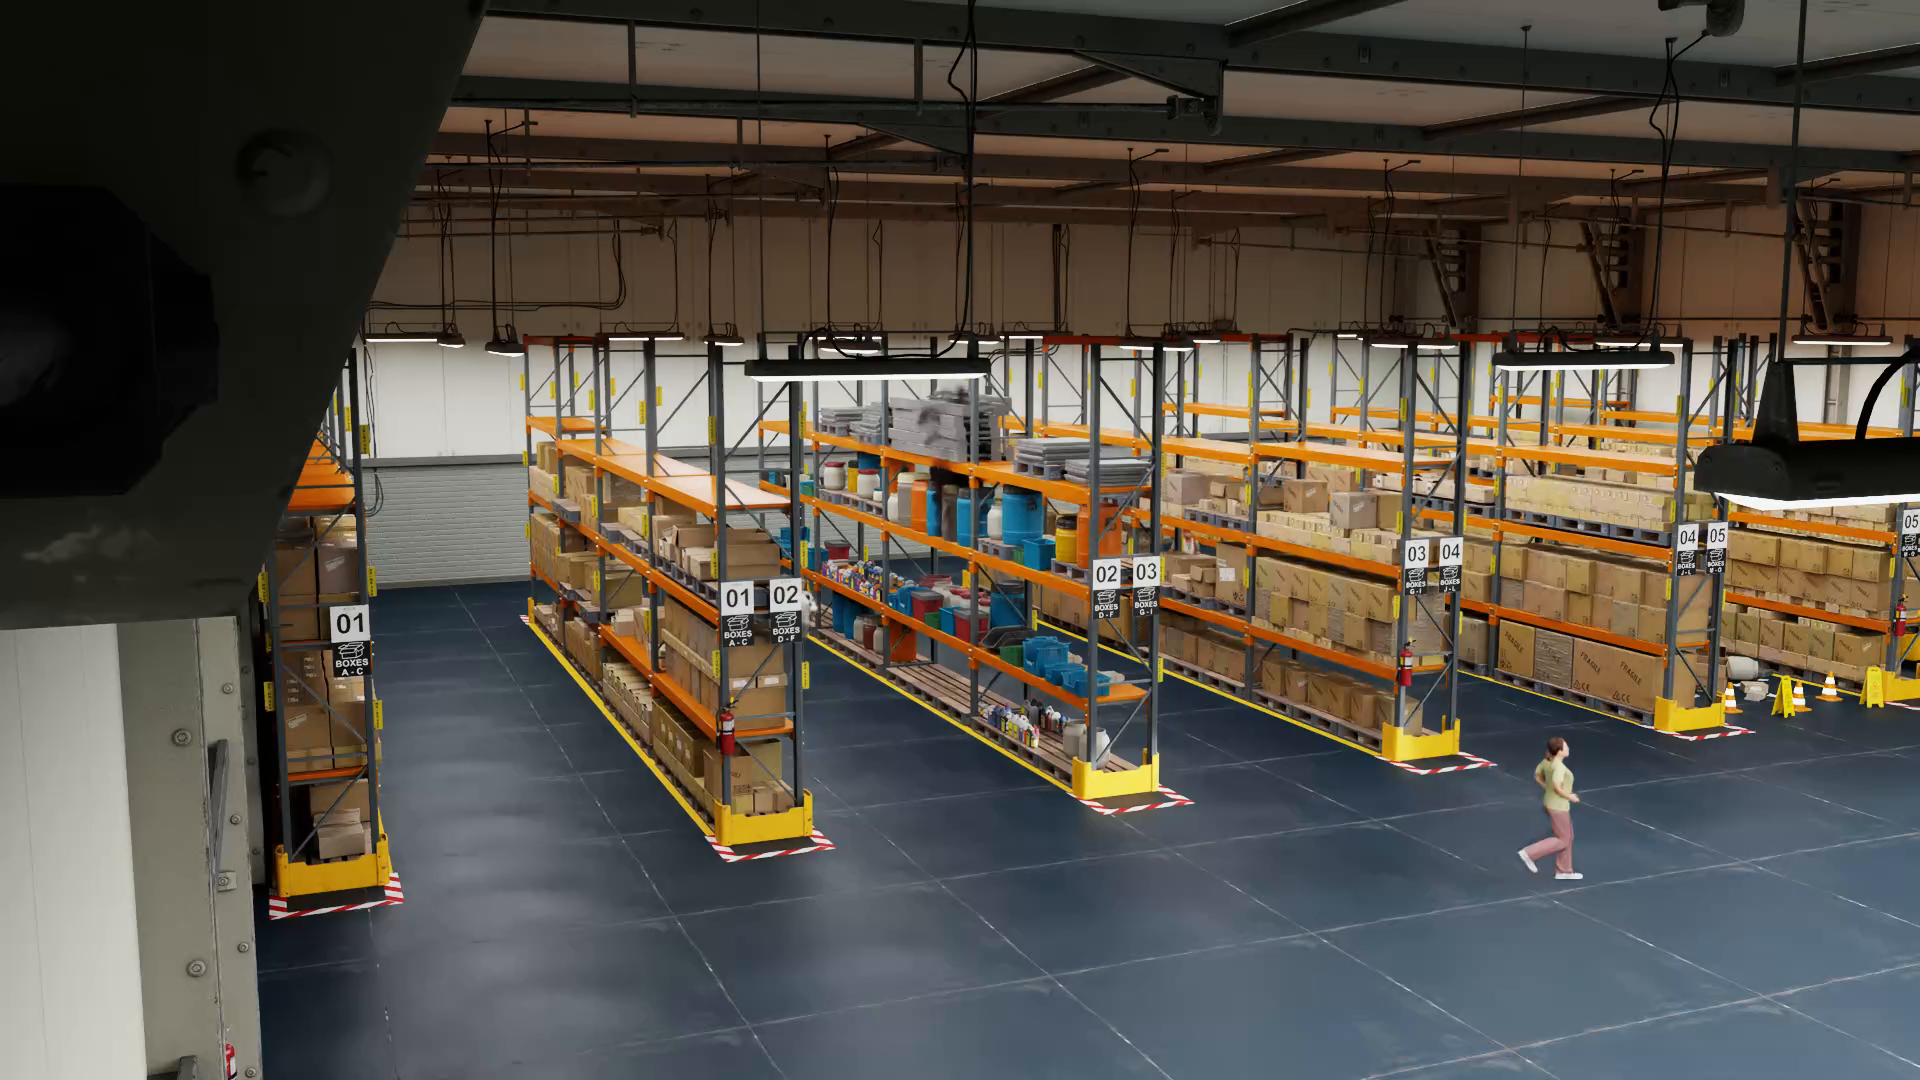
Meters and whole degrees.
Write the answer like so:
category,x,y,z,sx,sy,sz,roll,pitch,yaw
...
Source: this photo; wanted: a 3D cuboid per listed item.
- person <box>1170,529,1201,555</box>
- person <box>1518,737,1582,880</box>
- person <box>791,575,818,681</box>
category,x,y,z,sx,sy,sz,roll,pitch,yaw
person,5.032,0.580,36.679,0.624,1.770,0.667,-3,8,-20
person,6.676,3.027,18.774,0.752,1.642,0.577,0,8,-2
person,-2.703,1.459,28.156,0.587,1.762,0.739,-5,9,-36
